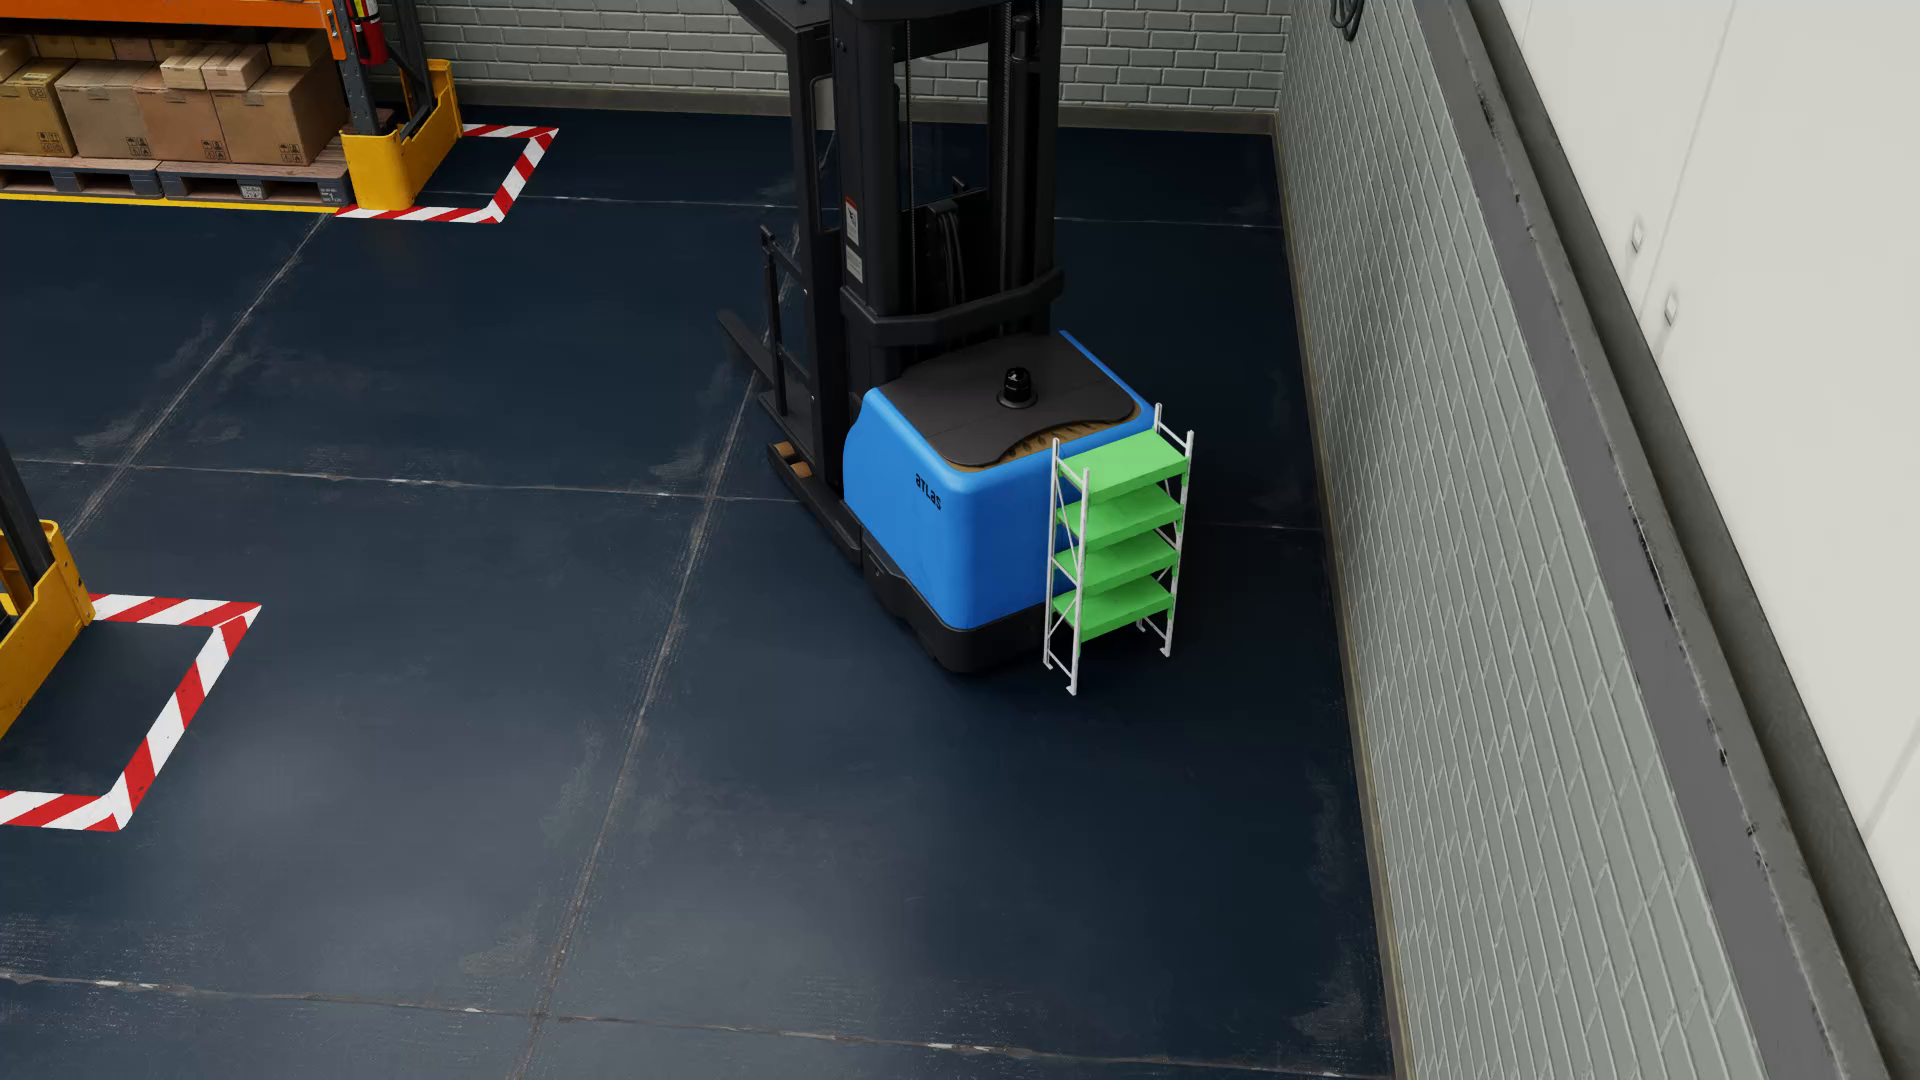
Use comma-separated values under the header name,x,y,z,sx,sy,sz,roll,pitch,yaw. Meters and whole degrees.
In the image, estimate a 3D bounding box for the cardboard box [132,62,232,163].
name,x,y,z,sx,sy,sz,roll,pitch,yaw
cardboard box,-4.822,-2.805,10.639,0.500,0.500,0.700,3,39,4

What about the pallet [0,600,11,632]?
name,x,y,z,sx,sy,sz,roll,pitch,yaw
pallet,-4.912,0.541,7.089,1.213,0.211,1.003,3,39,4

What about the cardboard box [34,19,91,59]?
name,x,y,z,sx,sy,sz,roll,pitch,yaw
cardboard box,-5.698,-3.231,10.647,0.250,0.149,0.380,2,39,3

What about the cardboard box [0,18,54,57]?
name,x,y,z,sx,sy,sz,roll,pitch,yaw
cardboard box,-5.955,-3.244,10.664,0.250,0.149,0.380,4,39,4

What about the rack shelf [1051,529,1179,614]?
name,x,y,z,sx,sy,sz,roll,pitch,yaw
rack shelf,0.642,0.106,6.941,0.480,0.148,0.258,-20,43,-23

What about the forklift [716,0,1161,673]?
name,x,y,z,sx,sy,sz,roll,pitch,yaw
forklift,-0.307,-1.483,7.421,1.130,2.935,3.031,-19,43,-22

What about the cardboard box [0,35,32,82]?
name,x,y,z,sx,sy,sz,roll,pitch,yaw
cardboard box,-6.021,-3.006,10.370,0.250,0.149,0.380,2,39,3

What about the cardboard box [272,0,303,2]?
name,x,y,z,sx,sy,sz,roll,pitch,yaw
cardboard box,-4.127,-3.747,9.911,0.700,0.700,0.980,5,39,6

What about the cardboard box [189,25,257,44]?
name,x,y,z,sx,sy,sz,roll,pitch,yaw
cardboard box,-4.687,-3.176,10.580,0.250,0.149,0.380,3,39,4

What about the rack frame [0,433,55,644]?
name,x,y,z,sx,sy,sz,roll,pitch,yaw
rack frame,-4.042,-0.494,6.151,0.127,3.000,1.000,3,39,4

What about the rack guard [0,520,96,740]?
name,x,y,z,sx,sy,sz,roll,pitch,yaw
rack guard,-4.117,0.471,6.945,0.348,0.500,1.175,3,39,4

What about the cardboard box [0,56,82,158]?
name,x,y,z,sx,sy,sz,roll,pitch,yaw
cardboard box,-5.855,-2.857,10.702,0.500,0.500,0.700,4,39,5

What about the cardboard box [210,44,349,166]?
name,x,y,z,sx,sy,sz,roll,pitch,yaw
cardboard box,-4.324,-2.778,10.605,0.500,0.500,0.700,3,39,4

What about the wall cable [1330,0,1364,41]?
name,x,y,z,sx,sy,sz,roll,pitch,yaw
wall cable,1.986,-4.199,8.411,0.112,2.526,3.097,3,39,4

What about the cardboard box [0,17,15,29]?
name,x,y,z,sx,sy,sz,roll,pitch,yaw
cardboard box,-6.206,-3.259,10.681,0.250,0.149,0.380,2,39,2

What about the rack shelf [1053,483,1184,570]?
name,x,y,z,sx,sy,sz,roll,pitch,yaw
rack shelf,0.642,-0.080,6.789,0.480,0.148,0.258,-20,43,-23

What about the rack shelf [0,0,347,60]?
name,x,y,z,sx,sy,sz,roll,pitch,yaw
rack shelf,-5.611,-3.440,10.340,4.000,0.370,1.077,3,39,4

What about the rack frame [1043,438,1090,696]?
name,x,y,z,sx,sy,sz,roll,pitch,yaw
rack frame,0.431,0.133,6.807,0.015,1.200,0.240,-20,43,-23

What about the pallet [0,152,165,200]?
name,x,y,z,sx,sy,sz,roll,pitch,yaw
pallet,-5.633,-2.591,10.936,1.213,0.211,1.003,3,39,4

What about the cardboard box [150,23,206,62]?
name,x,y,z,sx,sy,sz,roll,pitch,yaw
cardboard box,-4.936,-3.190,10.597,0.250,0.149,0.380,3,39,4

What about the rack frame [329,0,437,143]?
name,x,y,z,sx,sy,sz,roll,pitch,yaw
rack frame,-3.618,-3.610,9.979,0.127,3.000,1.000,3,39,4

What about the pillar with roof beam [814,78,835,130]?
name,x,y,z,sx,sy,sz,roll,pitch,yaw
pillar with roof beam,-1.225,-3.626,5.247,0.400,9.000,9.100,3,39,4

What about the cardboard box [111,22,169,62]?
name,x,y,z,sx,sy,sz,roll,pitch,yaw
cardboard box,-5.190,-3.203,10.613,0.250,0.149,0.380,4,39,4

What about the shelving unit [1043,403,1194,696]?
name,x,y,z,sx,sy,sz,roll,pitch,yaw
shelving unit,0.642,0.056,6.901,0.503,1.200,0.258,-20,43,-23

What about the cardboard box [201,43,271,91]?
name,x,y,z,sx,sy,sz,roll,pitch,yaw
cardboard box,-4.468,-2.922,10.268,0.250,0.149,0.380,3,39,3

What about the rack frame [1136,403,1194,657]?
name,x,y,z,sx,sy,sz,roll,pitch,yaw
rack frame,0.854,-0.020,6.994,0.015,1.200,0.240,-20,43,-23

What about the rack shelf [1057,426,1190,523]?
name,x,y,z,sx,sy,sz,roll,pitch,yaw
rack shelf,0.642,-0.266,6.638,0.480,0.148,0.258,-20,43,-23

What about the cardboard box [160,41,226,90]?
name,x,y,z,sx,sy,sz,roll,pitch,yaw
cardboard box,-4.722,-2.936,10.285,0.250,0.149,0.380,4,39,5

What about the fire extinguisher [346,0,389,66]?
name,x,y,z,sx,sy,sz,roll,pitch,yaw
fire extinguisher,-3.508,-3.137,9.754,0.183,0.674,0.296,3,39,4

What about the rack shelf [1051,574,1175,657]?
name,x,y,z,sx,sy,sz,roll,pitch,yaw
rack shelf,0.642,0.292,7.092,0.480,0.148,0.258,-20,43,-23

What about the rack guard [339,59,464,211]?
name,x,y,z,sx,sy,sz,roll,pitch,yaw
rack guard,-3.594,-2.639,10.766,0.348,0.500,1.175,3,39,4

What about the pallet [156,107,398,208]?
name,x,y,z,sx,sy,sz,roll,pitch,yaw
pallet,-4.421,-2.522,10.852,1.213,0.211,1.003,3,39,4

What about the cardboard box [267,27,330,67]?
name,x,y,z,sx,sy,sz,roll,pitch,yaw
cardboard box,-4.182,-3.149,10.546,0.250,0.149,0.380,3,39,4

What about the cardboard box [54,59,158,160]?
name,x,y,z,sx,sy,sz,roll,pitch,yaw
cardboard box,-5.324,-2.832,10.672,0.500,0.500,0.700,2,39,2

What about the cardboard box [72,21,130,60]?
name,x,y,z,sx,sy,sz,roll,pitch,yaw
cardboard box,-5.445,-3.217,10.630,0.250,0.149,0.380,4,39,4
